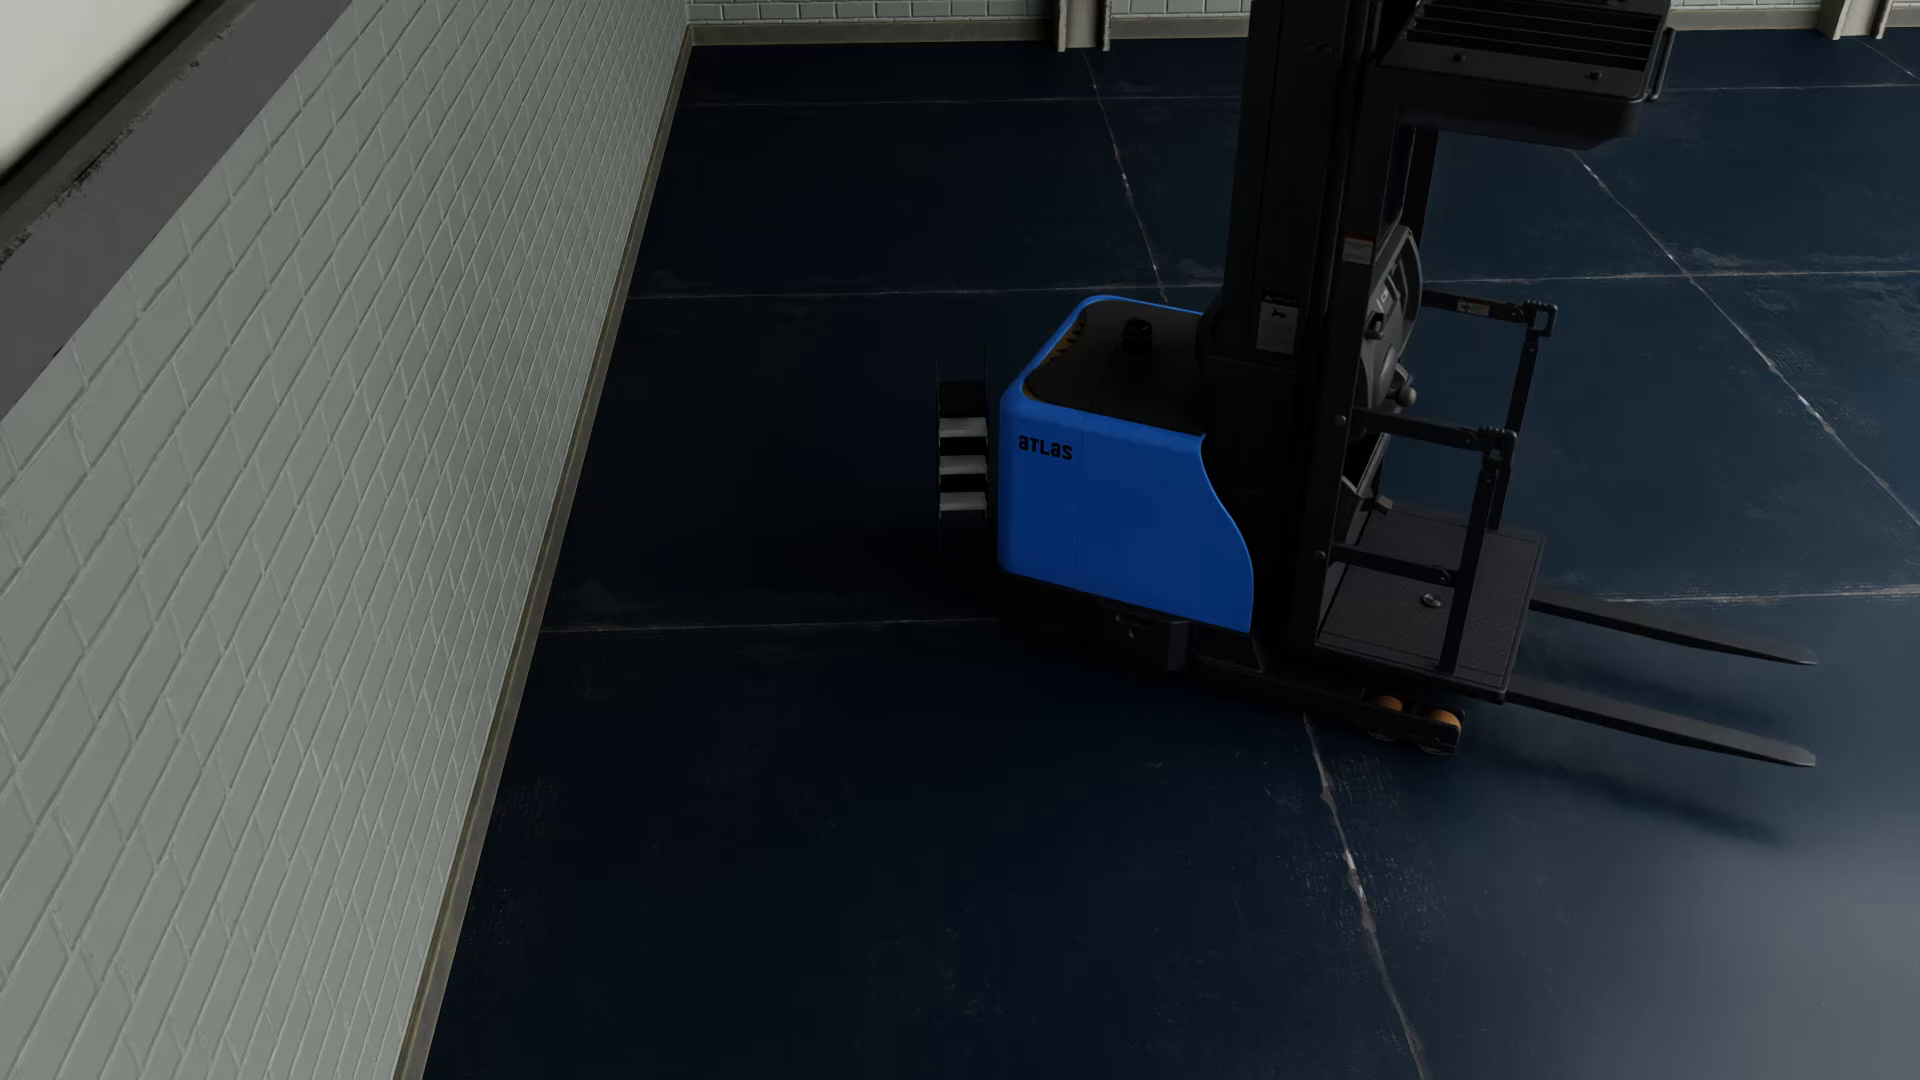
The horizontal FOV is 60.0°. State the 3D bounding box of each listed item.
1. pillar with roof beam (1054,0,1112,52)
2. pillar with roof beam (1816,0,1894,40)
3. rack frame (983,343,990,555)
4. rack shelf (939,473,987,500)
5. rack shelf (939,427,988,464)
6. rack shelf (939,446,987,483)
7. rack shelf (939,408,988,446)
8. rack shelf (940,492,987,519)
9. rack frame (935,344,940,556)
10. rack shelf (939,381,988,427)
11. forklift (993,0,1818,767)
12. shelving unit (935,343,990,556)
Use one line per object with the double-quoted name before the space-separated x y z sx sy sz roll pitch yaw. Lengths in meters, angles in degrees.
"pillar with roof beam" 1.131 -5.046 6.634 0.400 9.000 9.100 -2 35 -2
"pillar with roof beam" 7.125 -5.208 6.867 0.400 9.000 9.100 -2 35 -2
"rack frame" 0.110 -0.373 6.998 0.006 0.900 0.240 -2 35 -2
"rack shelf" 0.008 -0.269 7.064 0.200 0.077 0.258 -2 35 -2
"rack shelf" 0.008 -0.417 6.962 0.200 0.077 0.258 -2 35 -2
"rack shelf" 0.008 -0.343 7.013 0.200 0.077 0.258 -2 35 -2
"rack shelf" 0.008 -0.491 6.911 0.200 0.077 0.258 -2 35 -2
"rack shelf" 0.008 -0.195 7.116 0.200 0.077 0.258 -2 35 -2
"rack frame" -0.093 -0.367 6.990 0.006 0.900 0.240 -2 35 -2
"rack shelf" 0.008 -0.565 6.860 0.200 0.077 0.258 -2 35 -2
"forklift" 1.696 -0.762 5.776 3.031 2.935 1.130 14 37 19
"shelving unit" 0.008 -0.370 6.994 0.210 0.900 0.258 -2 35 -2
